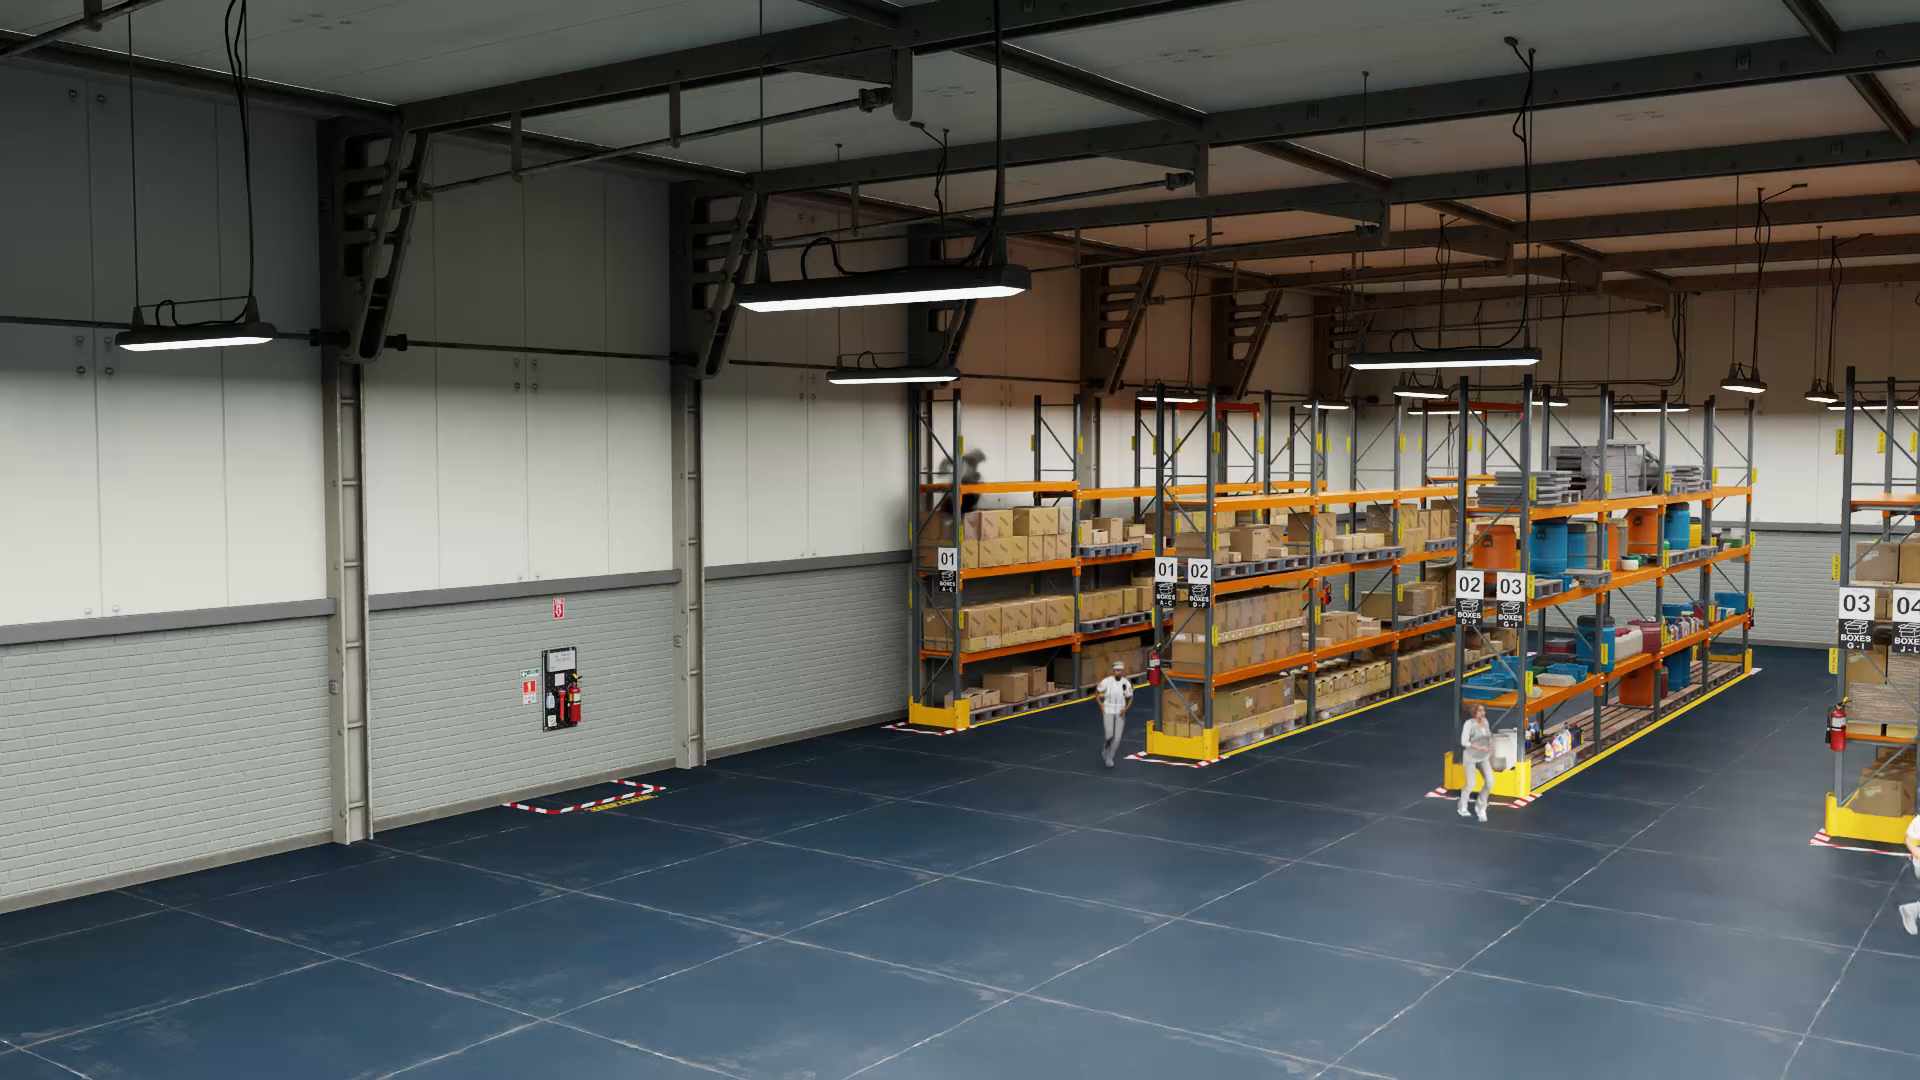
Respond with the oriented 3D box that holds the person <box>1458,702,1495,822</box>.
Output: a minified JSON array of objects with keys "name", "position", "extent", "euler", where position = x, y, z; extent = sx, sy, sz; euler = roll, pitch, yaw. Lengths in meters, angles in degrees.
[{"name":"person","position":[6.893,2.955,22.108],"extent":[0.561,1.626,0.669],"euler":[-1,3,-19]}]

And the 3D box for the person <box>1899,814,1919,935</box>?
[{"name":"person","position":[9.708,3.253,16.522],"extent":[0.621,1.617,0.554],"euler":[-2,4,-27]}]

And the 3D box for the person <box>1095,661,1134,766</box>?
[{"name":"person","position":[2.415,2.706,25.932],"extent":[0.596,1.655,0.500],"euler":[0,3,-3]}]
